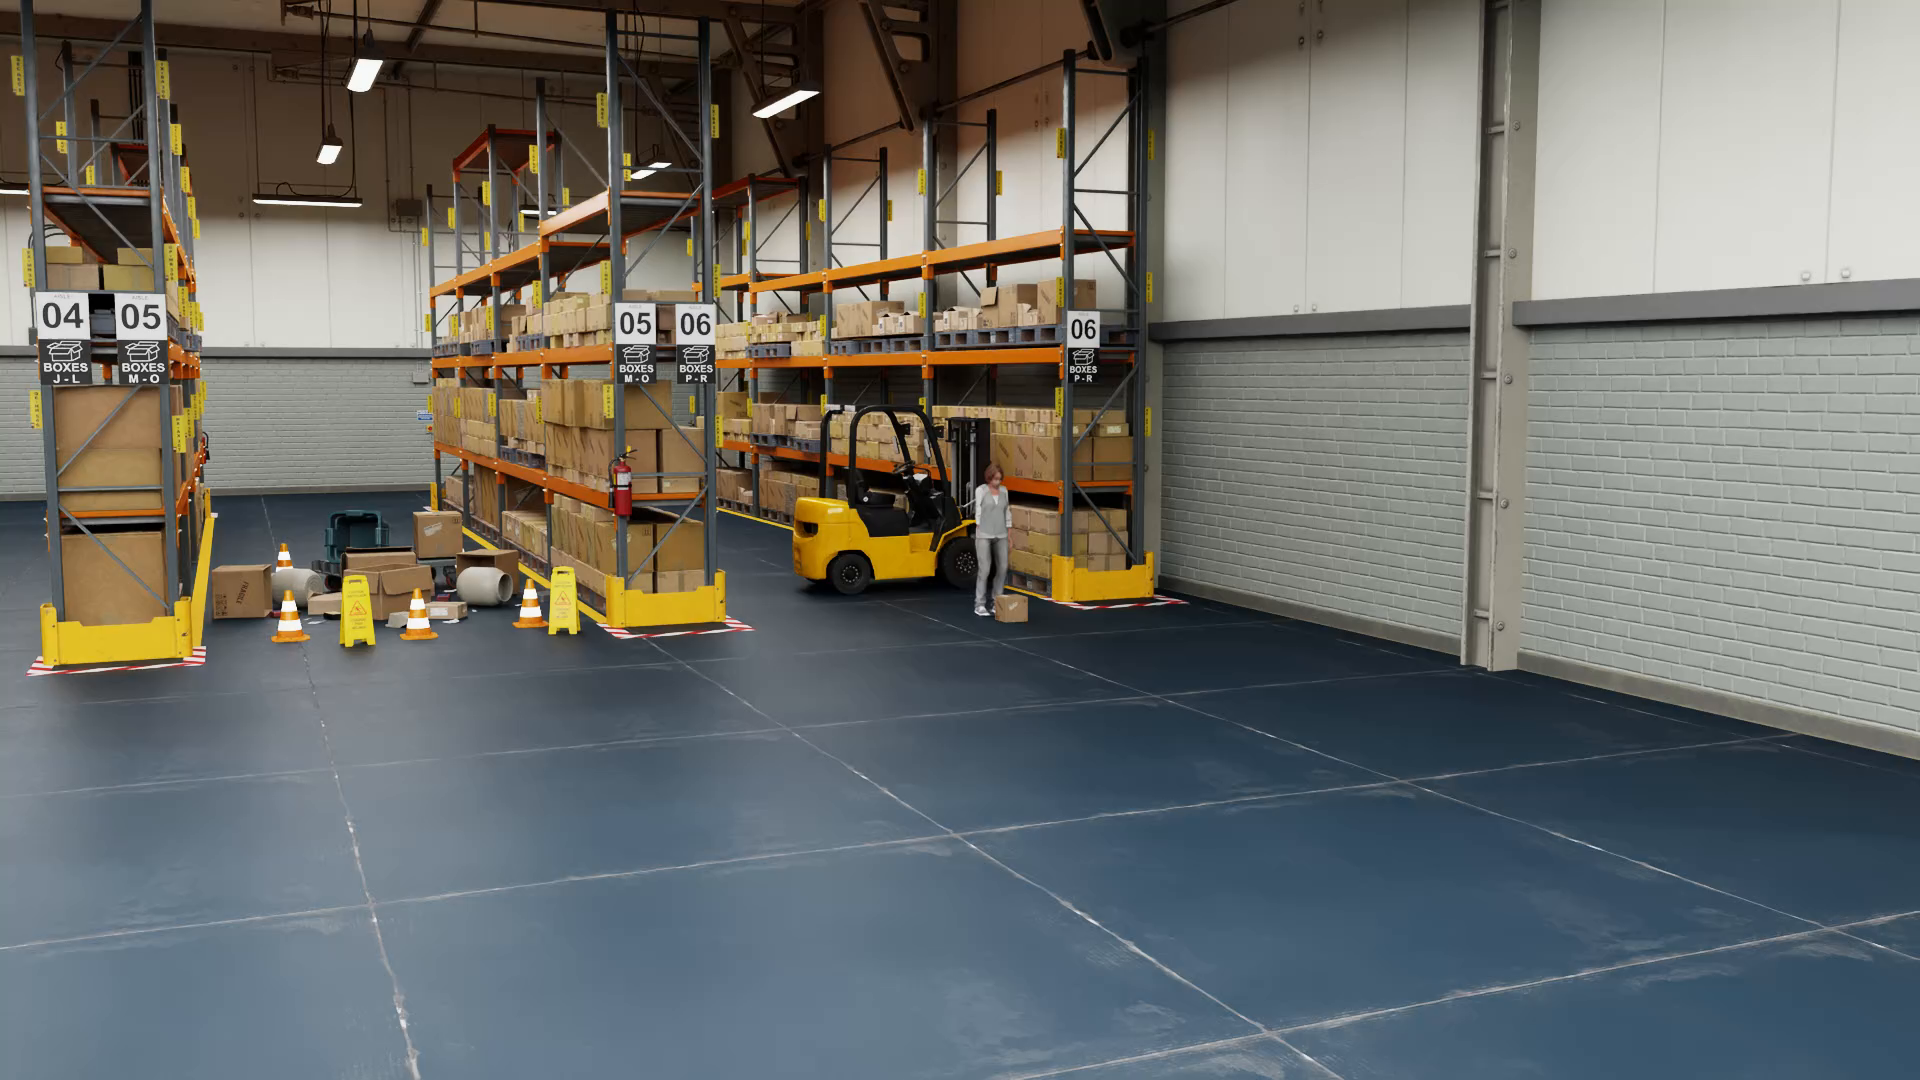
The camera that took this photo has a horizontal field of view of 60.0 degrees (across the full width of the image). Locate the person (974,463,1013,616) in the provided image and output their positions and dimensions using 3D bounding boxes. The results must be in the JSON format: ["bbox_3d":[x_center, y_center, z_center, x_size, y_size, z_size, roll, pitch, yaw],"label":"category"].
[{"bbox_3d":[0.349,0.002,17.357,0.410,1.576,0.308,-2,6,-23],"label":"person"}]
